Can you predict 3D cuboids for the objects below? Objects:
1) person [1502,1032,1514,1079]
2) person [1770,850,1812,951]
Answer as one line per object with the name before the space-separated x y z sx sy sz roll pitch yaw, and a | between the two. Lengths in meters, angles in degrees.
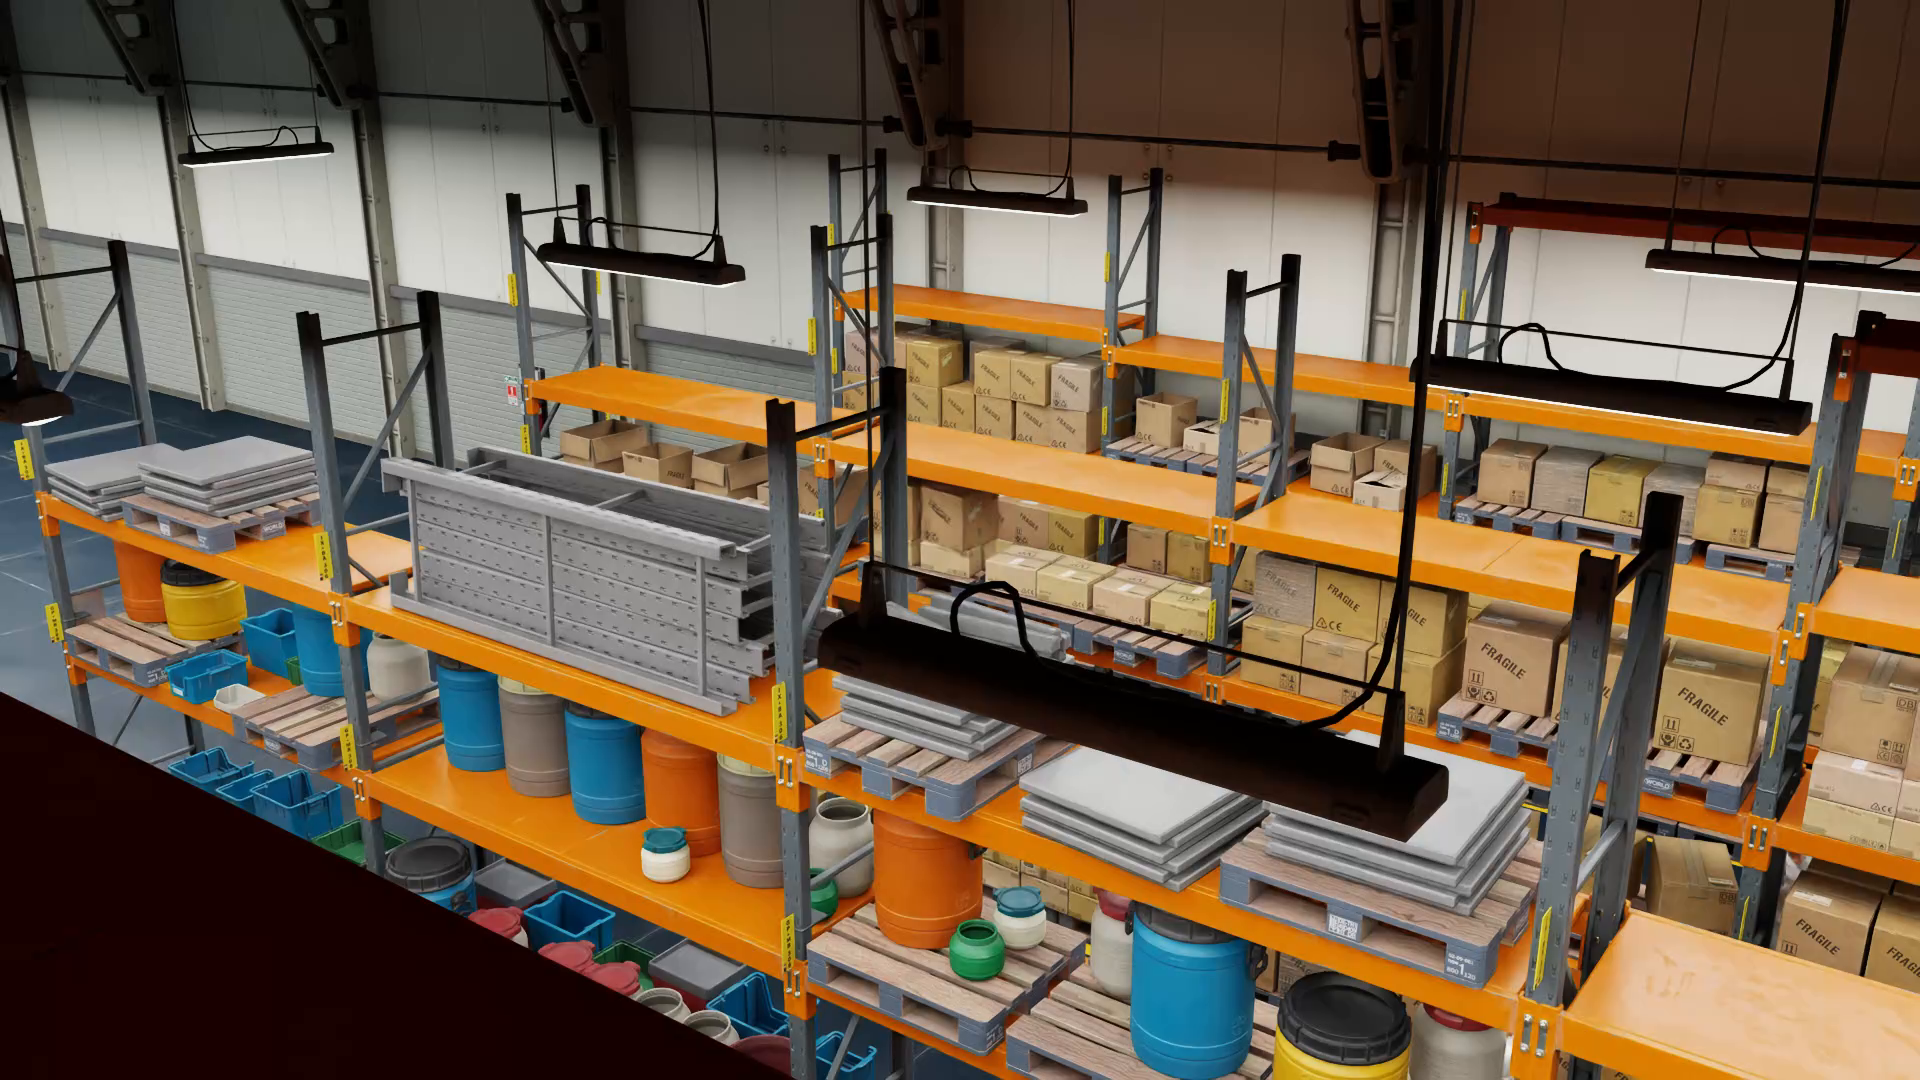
person | 3.515 3.760 11.091 1.065 1.739 0.562 9 20 25
person | 6.550 2.998 13.361 0.592 1.789 0.519 -9 20 -25
